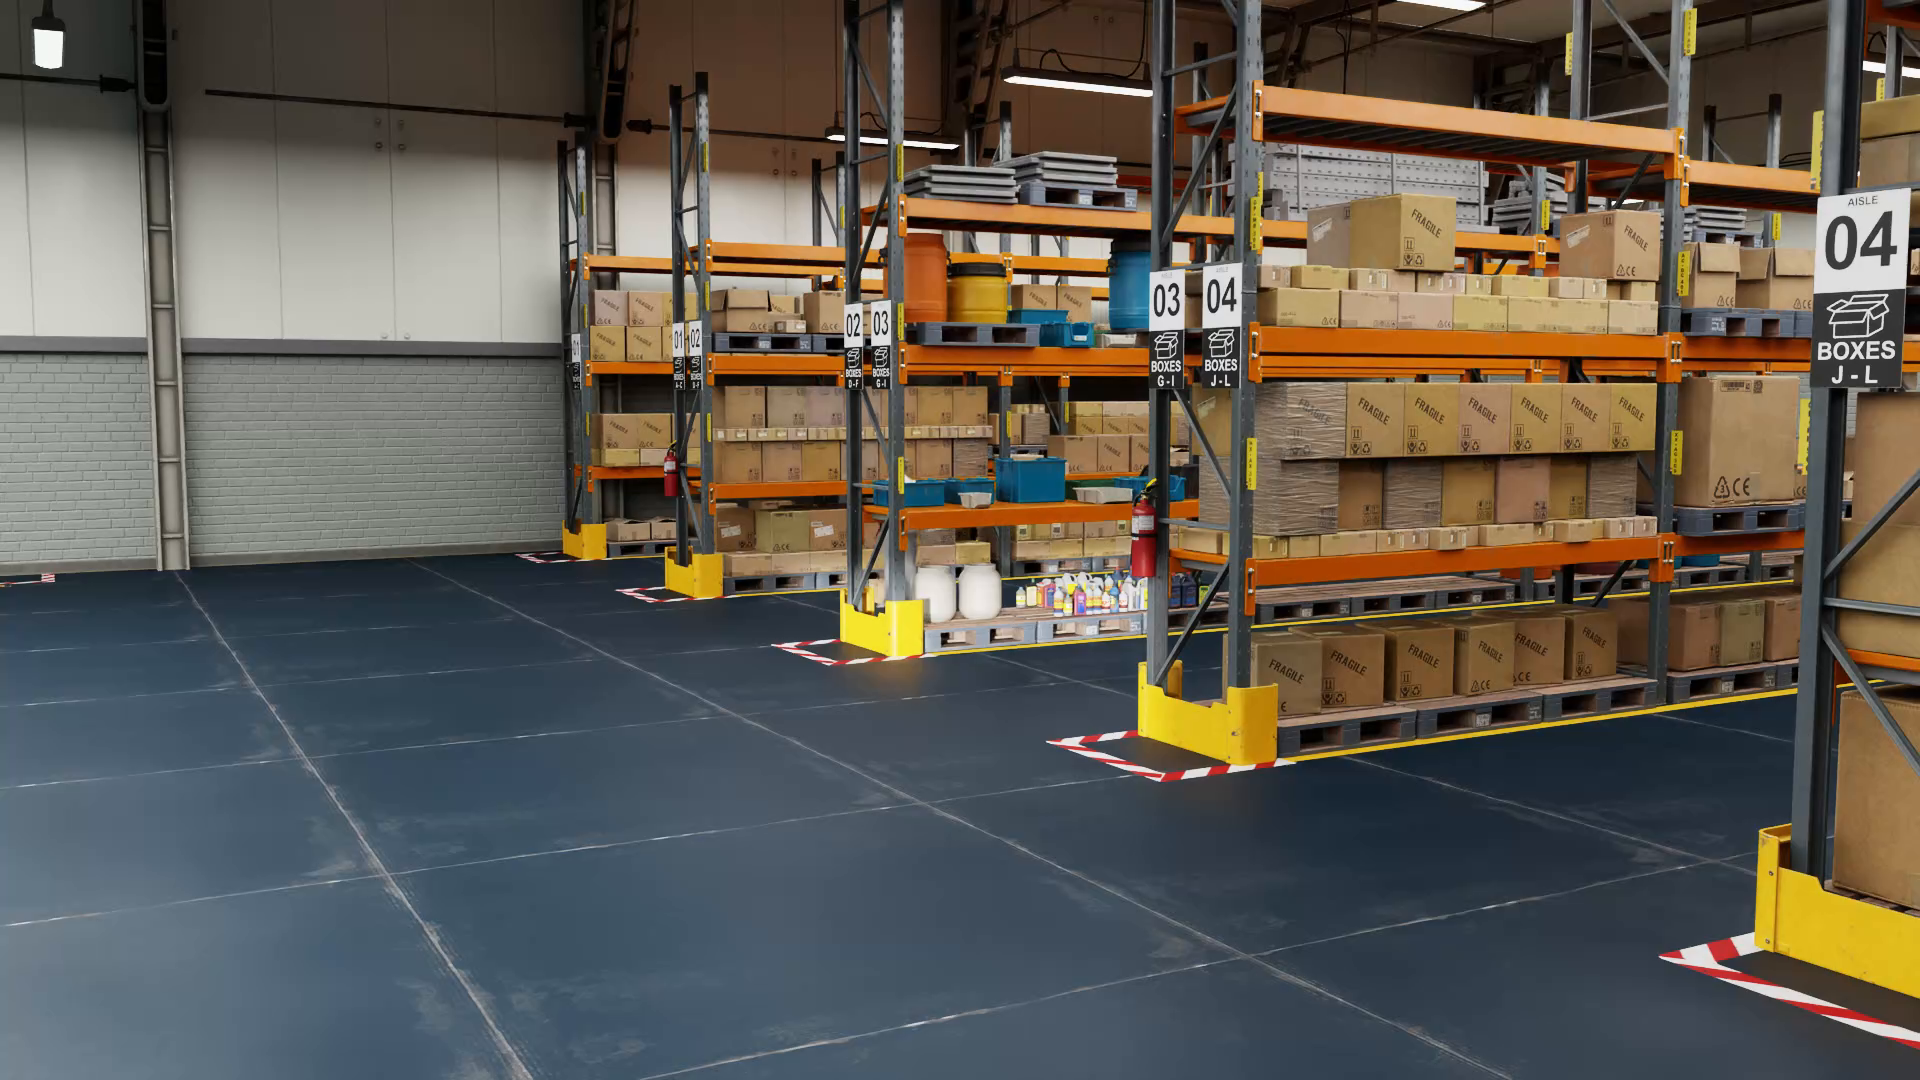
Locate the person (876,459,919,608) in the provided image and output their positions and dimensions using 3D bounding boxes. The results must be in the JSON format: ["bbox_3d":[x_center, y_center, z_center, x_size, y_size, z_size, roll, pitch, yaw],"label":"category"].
[{"bbox_3d":[-0.691,-0.069,18.482,0.471,1.713,0.392,-3,6,-27],"label":"person"}]
